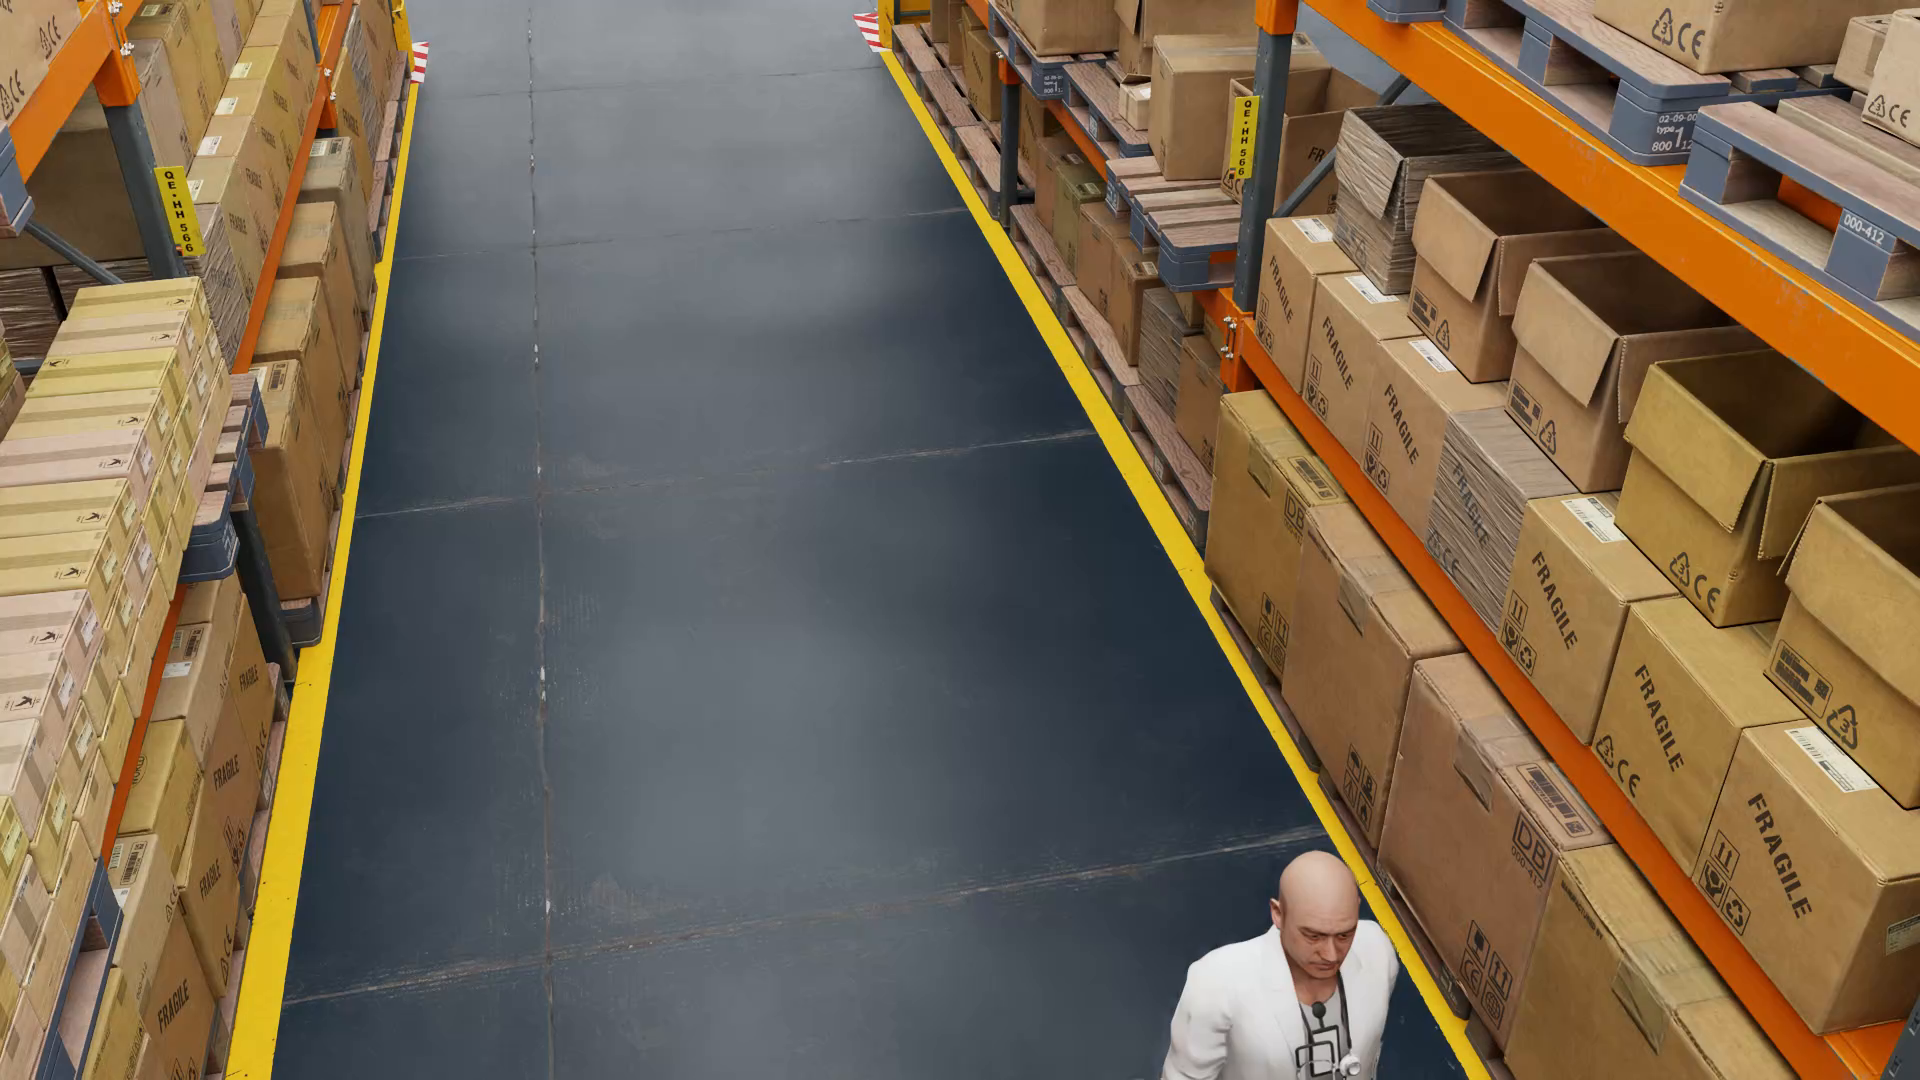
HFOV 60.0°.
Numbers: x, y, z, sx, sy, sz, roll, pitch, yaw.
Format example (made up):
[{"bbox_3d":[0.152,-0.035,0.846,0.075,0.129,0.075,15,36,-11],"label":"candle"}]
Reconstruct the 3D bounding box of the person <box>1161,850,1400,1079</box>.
[{"bbox_3d":[0.738,1.399,4.049,0.605,1.749,0.872,-8,35,-12],"label":"person"}]
